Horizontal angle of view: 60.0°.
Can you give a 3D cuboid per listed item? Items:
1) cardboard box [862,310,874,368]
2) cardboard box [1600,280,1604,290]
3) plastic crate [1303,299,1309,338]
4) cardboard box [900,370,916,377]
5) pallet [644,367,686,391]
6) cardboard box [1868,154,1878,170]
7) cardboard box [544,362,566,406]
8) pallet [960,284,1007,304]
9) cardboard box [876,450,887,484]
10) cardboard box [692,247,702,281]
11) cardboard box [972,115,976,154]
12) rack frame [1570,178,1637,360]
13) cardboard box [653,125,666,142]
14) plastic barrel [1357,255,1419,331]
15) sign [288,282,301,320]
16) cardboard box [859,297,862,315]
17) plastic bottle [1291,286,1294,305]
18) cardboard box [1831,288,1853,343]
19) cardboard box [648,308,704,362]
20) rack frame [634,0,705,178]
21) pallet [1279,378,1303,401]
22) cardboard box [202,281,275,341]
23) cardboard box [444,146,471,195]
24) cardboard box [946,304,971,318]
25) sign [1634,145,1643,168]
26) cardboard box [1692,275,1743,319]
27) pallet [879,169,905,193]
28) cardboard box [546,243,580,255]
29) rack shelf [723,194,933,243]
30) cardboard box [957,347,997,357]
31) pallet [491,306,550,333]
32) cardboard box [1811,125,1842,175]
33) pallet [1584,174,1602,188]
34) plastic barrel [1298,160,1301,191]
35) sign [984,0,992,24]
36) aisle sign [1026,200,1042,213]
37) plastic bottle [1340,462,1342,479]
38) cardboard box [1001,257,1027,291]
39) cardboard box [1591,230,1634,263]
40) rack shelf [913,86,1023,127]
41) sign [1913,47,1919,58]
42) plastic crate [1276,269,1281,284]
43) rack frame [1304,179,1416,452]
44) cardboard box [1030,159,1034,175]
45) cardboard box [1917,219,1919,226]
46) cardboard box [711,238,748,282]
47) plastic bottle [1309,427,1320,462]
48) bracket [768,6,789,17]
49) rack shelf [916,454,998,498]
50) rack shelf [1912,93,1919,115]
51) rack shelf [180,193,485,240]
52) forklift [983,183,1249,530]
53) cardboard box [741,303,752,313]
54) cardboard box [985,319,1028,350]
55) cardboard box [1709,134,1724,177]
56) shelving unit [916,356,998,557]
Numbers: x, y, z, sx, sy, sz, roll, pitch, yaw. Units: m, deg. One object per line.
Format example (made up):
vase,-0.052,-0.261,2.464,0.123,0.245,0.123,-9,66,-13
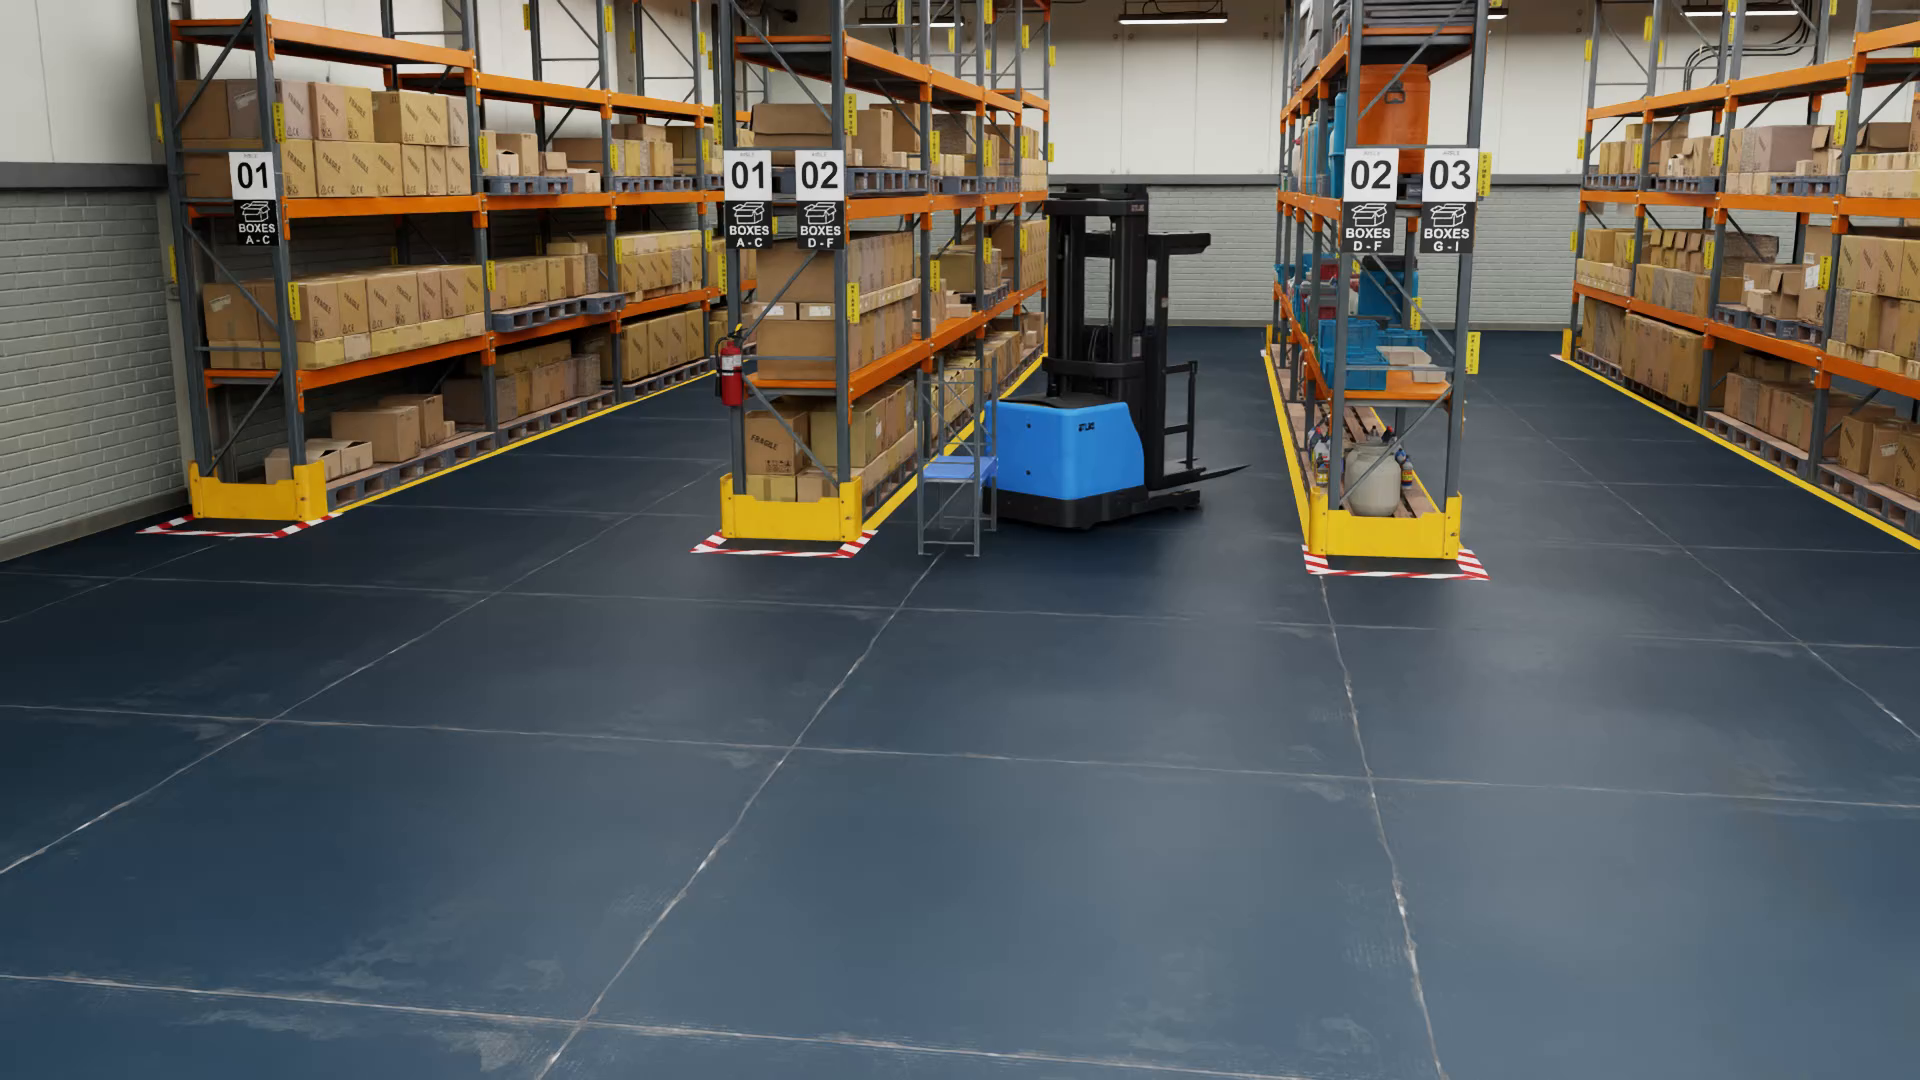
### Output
cardboard box,-1.185,-1.868,15.302,0.700,0.500,0.500,2,12,9
cardboard box,10.166,-3.957,25.832,0.380,0.149,0.250,2,12,10
plastic crate,3.943,-2.413,18.106,0.392,0.384,0.575,2,12,9
cardboard box,-0.800,-1.888,19.831,0.500,0.311,0.500,2,12,8
pallet,-4.707,-2.386,24.565,1.003,0.211,1.213,2,12,9
cardboard box,8.647,-3.493,15.370,0.380,0.149,0.250,1,12,6
cardboard box,-5.395,-1.968,20.895,0.700,0.500,0.500,2,12,8
pallet,0.097,-3.486,23.504,1.003,0.211,1.213,2,12,9
cardboard box,-0.975,-0.683,15.573,0.500,0.250,0.500,2,12,9
cardboard box,-4.300,-4.267,25.682,0.500,0.500,0.500,2,12,8
cardboard box,-0.046,-5.375,22.086,0.500,0.500,0.500,2,12,9
rack frame,10.821,-4.518,27.839,1.000,3.000,0.127,2,12,9
cardboard box,-4.743,-6.085,24.927,0.500,0.250,0.500,3,12,13
plastic barrel,4.440,-2.496,17.267,0.600,0.901,0.708,2,12,9
sign,-5.787,-2.075,14.446,0.100,0.325,0.005,2,12,9
cardboard box,-1.077,-2.057,14.641,0.380,0.149,0.250,2,12,9
plastic bottle,4.578,-3.357,22.568,0.144,0.351,0.185,2,12,9
cardboard box,8.845,-2.123,15.781,0.875,0.500,0.500,2,12,9
cardboard box,-4.449,-3.182,25.744,0.750,0.750,0.750,2,12,9
rack frame,-4.478,-7.100,25.577,1.000,3.000,0.127,2,12,9
pallet,4.966,-2.069,23.093,1.003,0.211,1.213,2,12,9
cardboard box,-6.461,-2.077,15.040,0.500,0.500,0.500,2,12,8
cardboard box,-5.542,-3.913,17.626,0.500,0.500,0.500,2,12,10
cardboard box,-0.063,-2.856,20.721,0.380,0.149,0.250,2,12,9
sign,9.657,-5.461,23.678,0.100,0.325,0.005,2,12,9
cardboard box,9.421,-3.013,20.615,0.500,0.500,0.500,2,12,10
pallet,-1.108,-3.333,15.431,1.003,0.211,1.213,2,12,9
cardboard box,-5.151,-3.775,21.570,0.380,0.149,0.250,0,12,-1
rack shelf,-1.120,-3.040,15.569,1.077,0.370,4.000,2,12,9
cardboard box,0.230,-2.362,22.725,0.500,0.500,0.500,1,12,7
pallet,-5.447,-2.562,19.218,1.003,0.211,1.213,2,12,9
cardboard box,9.289,-4.033,17.226,0.797,0.503,0.637,2,12,11
pallet,10.717,-5.787,26.814,1.003,0.211,1.213,2,12,9
plastic barrel,4.346,-4.480,20.274,0.421,0.512,0.421,0,12,0
sign,0.351,-6.624,20.777,0.100,0.325,0.005,2,12,9
aisle sign,1.346,-6.115,29.078,0.394,0.787,0.004,2,12,9
plastic bottle,3.529,-0.672,15.590,0.097,0.201,0.097,0,12,0
cardboard box,0.765,-4.154,25.909,0.500,0.500,0.500,2,12,10
cardboard box,10.330,-4.654,26.337,0.500,0.500,0.500,2,12,7
rack shelf,0.110,-5.977,23.022,1.077,0.370,4.000,2,12,9
sign,15.170,-7.782,26.338,0.100,0.325,0.005,2,12,9
plastic crate,5.315,-4.249,26.844,0.416,0.233,0.300,2,12,9
rack frame,4.081,-2.181,16.992,1.000,3.000,0.127,2,12,9
cardboard box,0.902,-5.946,26.512,0.500,0.250,0.500,2,12,9
cardboard box,15.304,-4.829,25.966,0.500,0.500,0.500,2,12,10
cardboard box,-4.158,-4.730,28.108,0.980,0.700,0.700,1,12,6
plastic bottle,3.547,-0.946,16.508,0.144,0.351,0.185,2,12,10
bracket,-3.614,-10.727,33.866,0.076,0.066,3.189,2,12,9
rack shelf,-0.013,-0.540,13.791,0.538,0.185,1.000,2,12,9
rack shelf,15.399,-6.500,24.508,1.077,0.370,4.000,2,12,9
rack shelf,-6.016,-3.200,16.310,1.077,0.370,4.000,2,12,9
forklift,1.571,-1.765,15.224,1.130,2.935,3.031,11,16,42
cardboard box,-3.750,-4.065,29.134,0.380,0.149,0.250,2,12,10
cardboard box,0.702,-3.393,27.500,0.797,0.503,0.637,2,12,9
cardboard box,9.613,-4.704,20.340,0.797,0.503,0.637,3,12,12
shelving unit,-0.013,-0.715,13.753,0.538,1.500,1.048,2,12,9
